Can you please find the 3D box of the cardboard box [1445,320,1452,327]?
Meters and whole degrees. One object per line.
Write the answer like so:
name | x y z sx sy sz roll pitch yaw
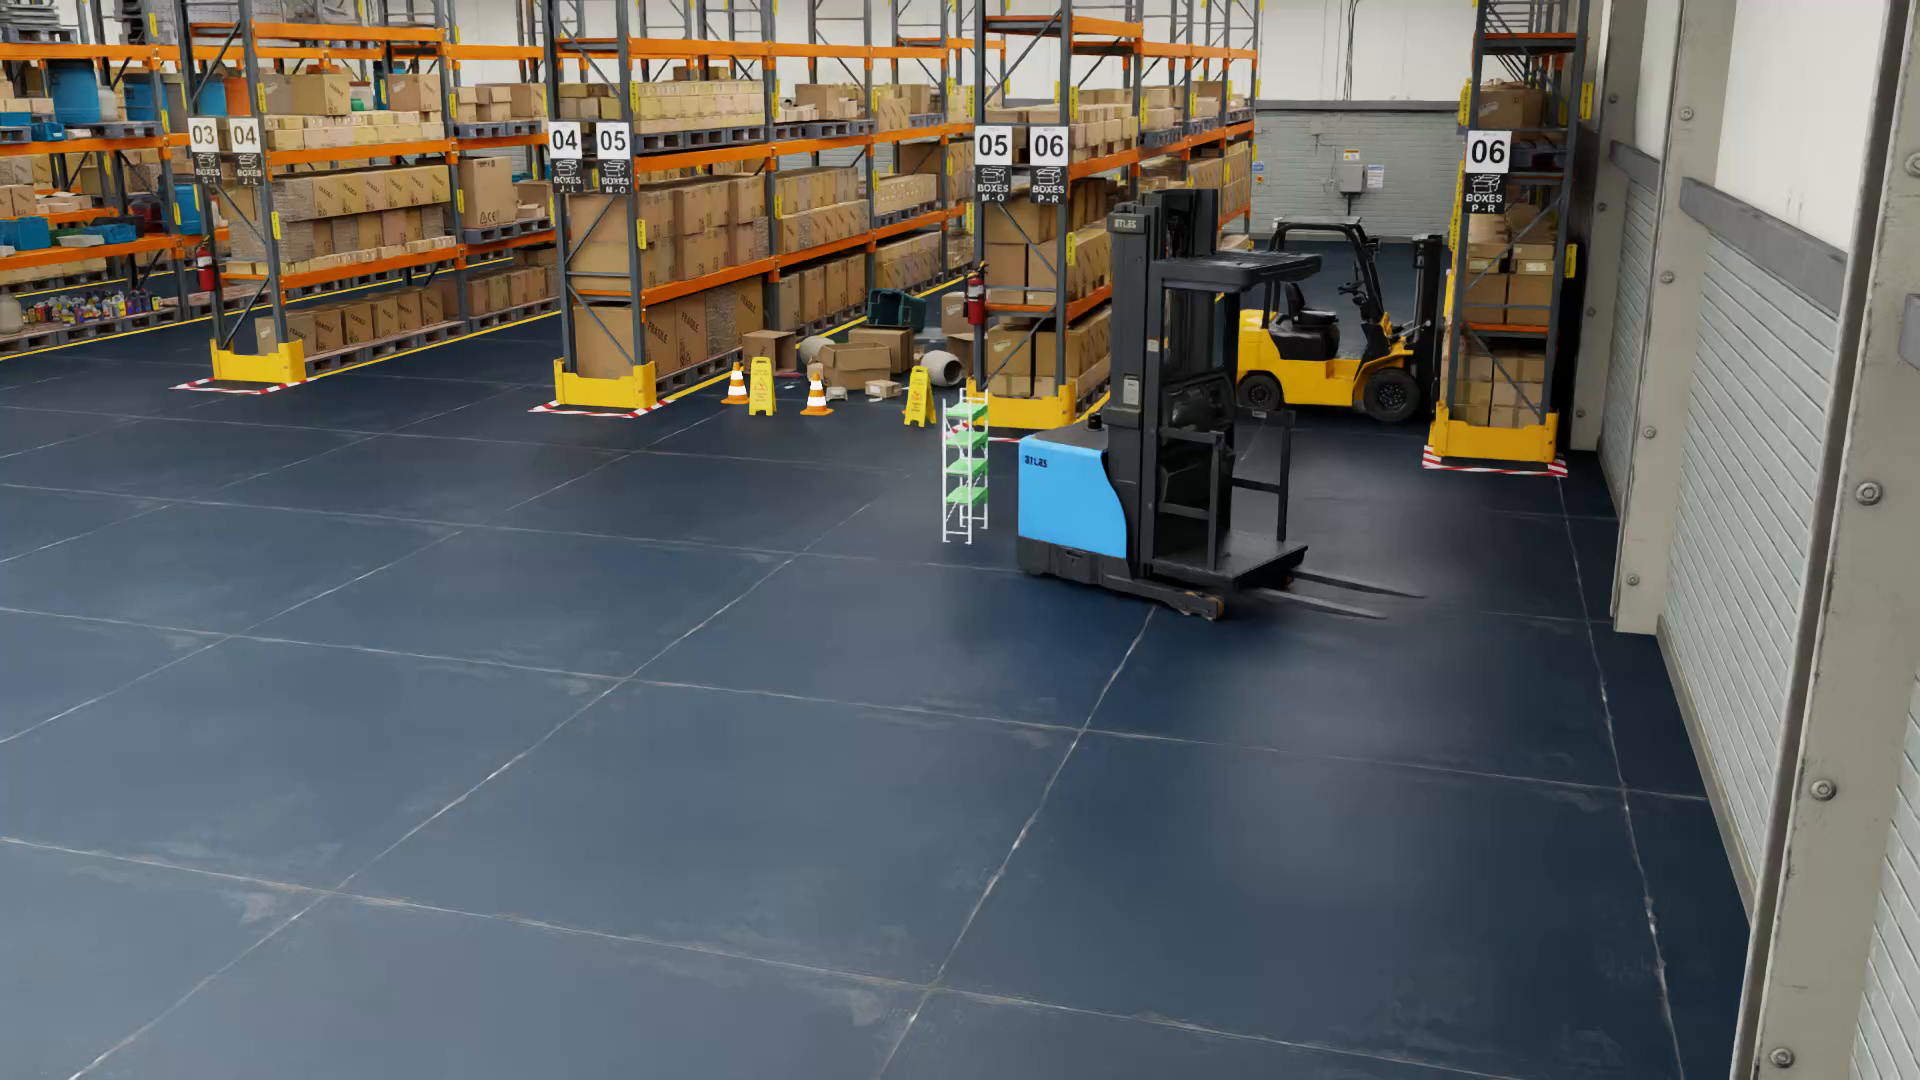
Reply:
cardboard box | 5.818 -2.345 19.038 0.500 0.250 0.500 5 17 18

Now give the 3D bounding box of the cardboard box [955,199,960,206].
cardboard box | -0.215 -6.331 31.114 0.380 0.149 0.250 4 16 13

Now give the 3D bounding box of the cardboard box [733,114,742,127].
cardboard box | -3.006 -5.344 21.185 0.380 0.149 0.250 5 16 16

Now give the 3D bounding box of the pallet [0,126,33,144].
pallet | -13.276 -5.402 22.228 1.003 0.211 1.213 5 16 16

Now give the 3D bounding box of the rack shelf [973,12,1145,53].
rack shelf | 1.213 -5.750 18.936 1.077 0.370 4.000 5 16 16

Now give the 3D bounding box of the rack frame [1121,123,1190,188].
rack frame | 2.918 -4.782 25.191 1.000 3.000 0.127 5 16 16

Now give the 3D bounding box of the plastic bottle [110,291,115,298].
plastic bottle | -12.943 -3.648 25.367 0.061 0.283 0.133 5 16 16

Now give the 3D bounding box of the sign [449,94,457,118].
sign | -7.197 -6.155 23.590 0.100 0.325 0.005 5 16 16

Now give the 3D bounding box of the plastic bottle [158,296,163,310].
plastic bottle | -12.273 -3.634 25.467 0.097 0.201 0.097 0 16 0

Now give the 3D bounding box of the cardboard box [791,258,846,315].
cardboard box | -2.361 -3.878 25.356 1.050 0.750 0.750 5 17 17

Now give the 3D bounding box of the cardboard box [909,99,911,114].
cardboard box | -1.171 -7.574 28.932 0.500 0.311 0.500 4 16 15

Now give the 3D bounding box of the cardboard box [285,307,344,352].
cardboard box | -8.526 -2.778 21.937 0.500 0.500 0.500 10 18 30

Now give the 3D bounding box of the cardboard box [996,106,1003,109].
cardboard box | 0.542 -8.464 32.949 0.500 0.250 0.500 4 16 15

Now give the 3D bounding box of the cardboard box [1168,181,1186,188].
cardboard box | 3.056 -5.034 24.584 0.500 0.500 0.500 4 16 14

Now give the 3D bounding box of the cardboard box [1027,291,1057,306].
cardboard box | 0.940 -2.641 18.103 0.380 0.149 0.250 5 16 16

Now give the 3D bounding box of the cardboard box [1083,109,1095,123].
cardboard box | 1.271 -4.659 18.262 0.380 0.149 0.250 5 16 16

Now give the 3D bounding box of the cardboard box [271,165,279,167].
cardboard box | -14.539 -7.996 34.509 0.500 0.500 0.500 5 17 17

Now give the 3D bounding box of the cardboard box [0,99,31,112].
cardboard box | -16.460 -7.482 28.719 0.500 0.250 0.500 4 16 15

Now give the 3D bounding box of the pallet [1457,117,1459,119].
pallet | 8.563 -6.632 26.561 1.213 0.211 1.003 5 16 16

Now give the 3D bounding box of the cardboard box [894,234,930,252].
cardboard box | -0.848 -5.198 29.095 0.500 0.250 0.500 5 17 19

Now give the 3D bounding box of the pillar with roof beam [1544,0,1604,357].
pillar with roof beam | 4.045 -7.207 22.747 9.100 9.000 0.400 5 16 16

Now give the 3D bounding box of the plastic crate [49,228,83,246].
plastic crate | -13.125 -4.453 24.419 0.450 0.188 0.662 5 16 16

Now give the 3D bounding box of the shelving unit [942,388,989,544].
shelving unit | 0.047 -0.621 13.818 0.258 1.200 0.503 5 16 16

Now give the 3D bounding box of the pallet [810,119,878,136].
pallet | -1.988 -6.319 25.459 1.213 0.211 1.003 5 17 18

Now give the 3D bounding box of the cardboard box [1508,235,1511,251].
cardboard box | 6.379 -3.342 18.743 0.380 0.149 0.250 5 17 18

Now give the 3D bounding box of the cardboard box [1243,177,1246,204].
cardboard box | 5.151 -6.646 31.580 0.500 0.500 0.500 4 16 15

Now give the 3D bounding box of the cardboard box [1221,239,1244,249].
cardboard box | 4.848 -5.424 31.380 0.875 0.438 0.875 5 17 17

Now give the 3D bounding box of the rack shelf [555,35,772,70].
rack shelf | -3.561 -5.917 20.251 1.077 0.370 4.000 5 16 16

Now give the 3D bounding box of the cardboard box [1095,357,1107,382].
cardboard box | 1.435 -2.034 19.774 0.500 0.250 0.500 6 17 20

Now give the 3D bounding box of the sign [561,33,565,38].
sign | -8.526 -10.720 35.723 0.100 0.325 0.005 5 16 16

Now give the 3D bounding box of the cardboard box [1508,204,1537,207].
cardboard box | 7.813 -4.580 23.108 0.380 0.149 0.250 5 17 17

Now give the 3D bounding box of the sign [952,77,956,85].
sign | -0.103 -9.138 33.450 0.100 0.325 0.005 5 16 16

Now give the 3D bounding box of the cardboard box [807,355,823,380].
cardboard box | -1.716 -2.185 21.045 0.396 0.266 0.258 8 18 25

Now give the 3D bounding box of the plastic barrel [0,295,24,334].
plastic barrel | -13.349 -3.156 23.248 0.421 0.512 0.421 0 16 0

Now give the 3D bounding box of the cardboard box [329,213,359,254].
cardboard box | -8.463 -4.058 21.910 0.875 0.500 0.500 5 16 16

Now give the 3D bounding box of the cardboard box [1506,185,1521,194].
cardboard box | 9.493 -6.245 28.705 0.500 0.500 0.500 4 16 14

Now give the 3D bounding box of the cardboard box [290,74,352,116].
cardboard box | -8.176 -5.699 21.285 0.500 0.500 0.500 5 16 16

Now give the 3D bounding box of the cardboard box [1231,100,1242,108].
cardboard box | 5.108 -8.206 31.276 0.380 0.149 0.250 3 16 12

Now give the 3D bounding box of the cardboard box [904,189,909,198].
cardboard box | -1.089 -5.882 28.217 0.380 0.149 0.250 5 17 18

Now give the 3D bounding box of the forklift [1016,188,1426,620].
forklift | 1.891 -1.001 11.986 3.031 2.935 1.130 13 20 38

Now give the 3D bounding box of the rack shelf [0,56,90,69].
rack shelf | -16.648 -8.144 28.101 1.077 0.370 4.000 5 16 16

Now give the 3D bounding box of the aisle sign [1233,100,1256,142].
aisle sign | 5.510 -8.120 32.197 0.394 0.787 0.004 5 16 16

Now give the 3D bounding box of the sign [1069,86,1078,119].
sign | 1.165 -4.510 17.135 0.100 0.325 0.005 5 16 16

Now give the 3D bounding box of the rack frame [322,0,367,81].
rack frame | -13.806 -11.299 37.172 1.000 3.000 0.127 5 16 16

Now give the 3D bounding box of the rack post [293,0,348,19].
rack post | -11.204 -9.280 29.111 0.624 0.289 0.986 5 16 16

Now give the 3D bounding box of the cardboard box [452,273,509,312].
cardboard box | -7.371 -3.795 25.487 0.700 0.500 0.500 5 16 16

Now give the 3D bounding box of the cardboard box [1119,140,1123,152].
cardboard box | 1.779 -4.823 20.300 0.380 0.149 0.250 5 17 16

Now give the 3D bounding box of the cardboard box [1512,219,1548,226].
cardboard box | 6.567 -3.615 19.160 0.380 0.149 0.250 4 16 15

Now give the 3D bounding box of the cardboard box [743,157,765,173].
cardboard box | -4.196 -7.927 34.636 0.500 0.500 0.500 5 17 17

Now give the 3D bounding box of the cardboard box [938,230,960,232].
cardboard box | -0.215 -6.101 33.206 0.380 0.149 0.250 5 16 16

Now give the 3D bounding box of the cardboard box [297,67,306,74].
cardboard box | -14.431 -9.862 35.589 0.700 0.500 0.500 5 16 16

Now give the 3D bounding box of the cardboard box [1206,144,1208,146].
cardboard box | 4.317 -7.170 30.406 0.380 0.149 0.250 5 16 16

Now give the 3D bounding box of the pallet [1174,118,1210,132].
pallet | 3.365 -6.599 26.448 1.003 0.211 1.213 5 17 18

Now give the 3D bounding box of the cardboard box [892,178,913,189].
cardboard box | -1.018 -6.092 28.411 0.380 0.149 0.250 4 16 13
